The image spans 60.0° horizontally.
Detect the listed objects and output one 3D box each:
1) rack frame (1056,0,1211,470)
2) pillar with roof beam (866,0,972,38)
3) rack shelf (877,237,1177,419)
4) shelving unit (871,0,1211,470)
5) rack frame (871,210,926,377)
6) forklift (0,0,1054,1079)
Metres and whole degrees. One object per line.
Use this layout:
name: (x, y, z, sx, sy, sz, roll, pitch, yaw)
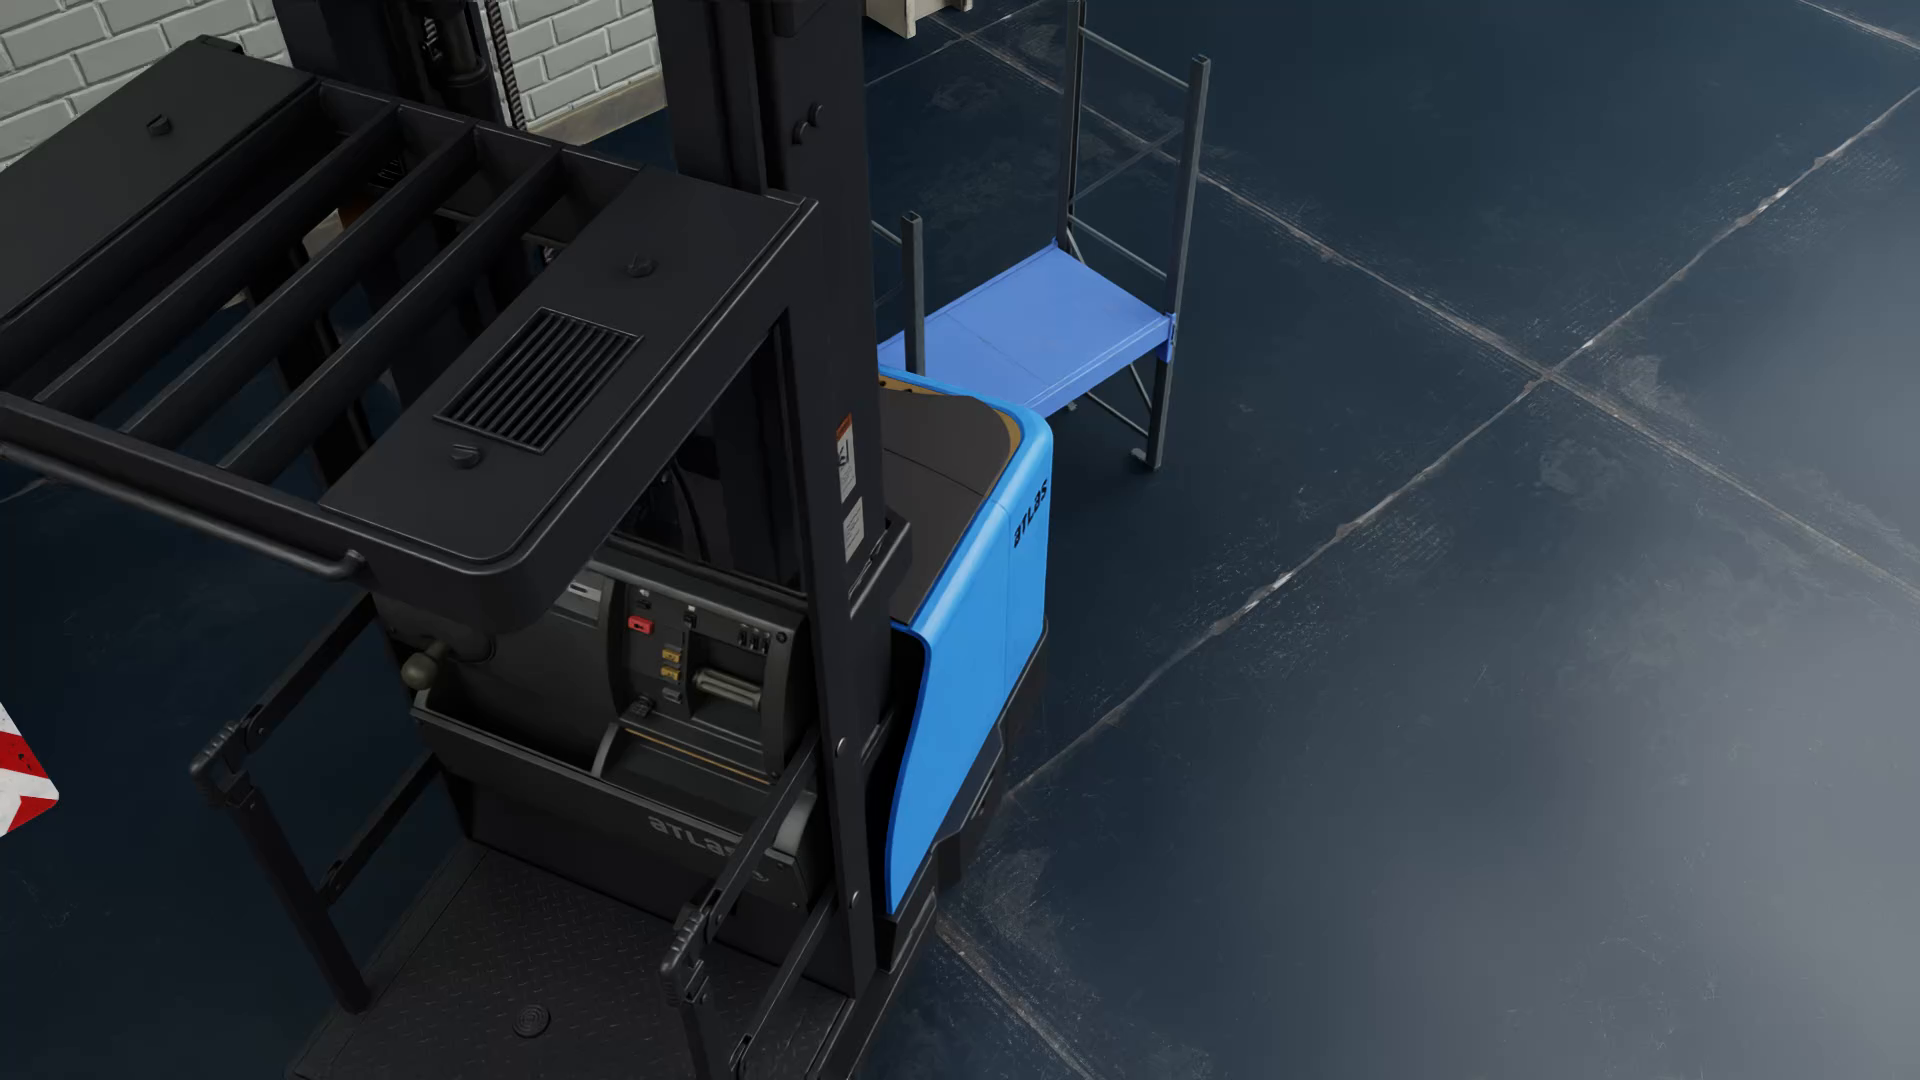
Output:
rack frame: (0.481, -0.880, 5.042, 0.032, 1.500, 0.500, -34, 56, -27)
pillar with roof beam: (2.706, -3.083, 1.972, 0.400, 9.000, 9.100, -34, 56, -27)
rack shelf: (0.106, -0.505, 4.941, 1.000, 0.185, 0.538, -34, 56, -27)
shelving unit: (0.106, -0.627, 4.808, 1.048, 1.500, 0.538, -34, 56, -27)
rack frame: (-0.268, -0.375, 4.575, 0.032, 1.500, 0.500, -34, 56, -27)
forklift: (-0.813, 0.273, 3.004, 1.130, 2.935, 3.031, 18, 50, 16)
